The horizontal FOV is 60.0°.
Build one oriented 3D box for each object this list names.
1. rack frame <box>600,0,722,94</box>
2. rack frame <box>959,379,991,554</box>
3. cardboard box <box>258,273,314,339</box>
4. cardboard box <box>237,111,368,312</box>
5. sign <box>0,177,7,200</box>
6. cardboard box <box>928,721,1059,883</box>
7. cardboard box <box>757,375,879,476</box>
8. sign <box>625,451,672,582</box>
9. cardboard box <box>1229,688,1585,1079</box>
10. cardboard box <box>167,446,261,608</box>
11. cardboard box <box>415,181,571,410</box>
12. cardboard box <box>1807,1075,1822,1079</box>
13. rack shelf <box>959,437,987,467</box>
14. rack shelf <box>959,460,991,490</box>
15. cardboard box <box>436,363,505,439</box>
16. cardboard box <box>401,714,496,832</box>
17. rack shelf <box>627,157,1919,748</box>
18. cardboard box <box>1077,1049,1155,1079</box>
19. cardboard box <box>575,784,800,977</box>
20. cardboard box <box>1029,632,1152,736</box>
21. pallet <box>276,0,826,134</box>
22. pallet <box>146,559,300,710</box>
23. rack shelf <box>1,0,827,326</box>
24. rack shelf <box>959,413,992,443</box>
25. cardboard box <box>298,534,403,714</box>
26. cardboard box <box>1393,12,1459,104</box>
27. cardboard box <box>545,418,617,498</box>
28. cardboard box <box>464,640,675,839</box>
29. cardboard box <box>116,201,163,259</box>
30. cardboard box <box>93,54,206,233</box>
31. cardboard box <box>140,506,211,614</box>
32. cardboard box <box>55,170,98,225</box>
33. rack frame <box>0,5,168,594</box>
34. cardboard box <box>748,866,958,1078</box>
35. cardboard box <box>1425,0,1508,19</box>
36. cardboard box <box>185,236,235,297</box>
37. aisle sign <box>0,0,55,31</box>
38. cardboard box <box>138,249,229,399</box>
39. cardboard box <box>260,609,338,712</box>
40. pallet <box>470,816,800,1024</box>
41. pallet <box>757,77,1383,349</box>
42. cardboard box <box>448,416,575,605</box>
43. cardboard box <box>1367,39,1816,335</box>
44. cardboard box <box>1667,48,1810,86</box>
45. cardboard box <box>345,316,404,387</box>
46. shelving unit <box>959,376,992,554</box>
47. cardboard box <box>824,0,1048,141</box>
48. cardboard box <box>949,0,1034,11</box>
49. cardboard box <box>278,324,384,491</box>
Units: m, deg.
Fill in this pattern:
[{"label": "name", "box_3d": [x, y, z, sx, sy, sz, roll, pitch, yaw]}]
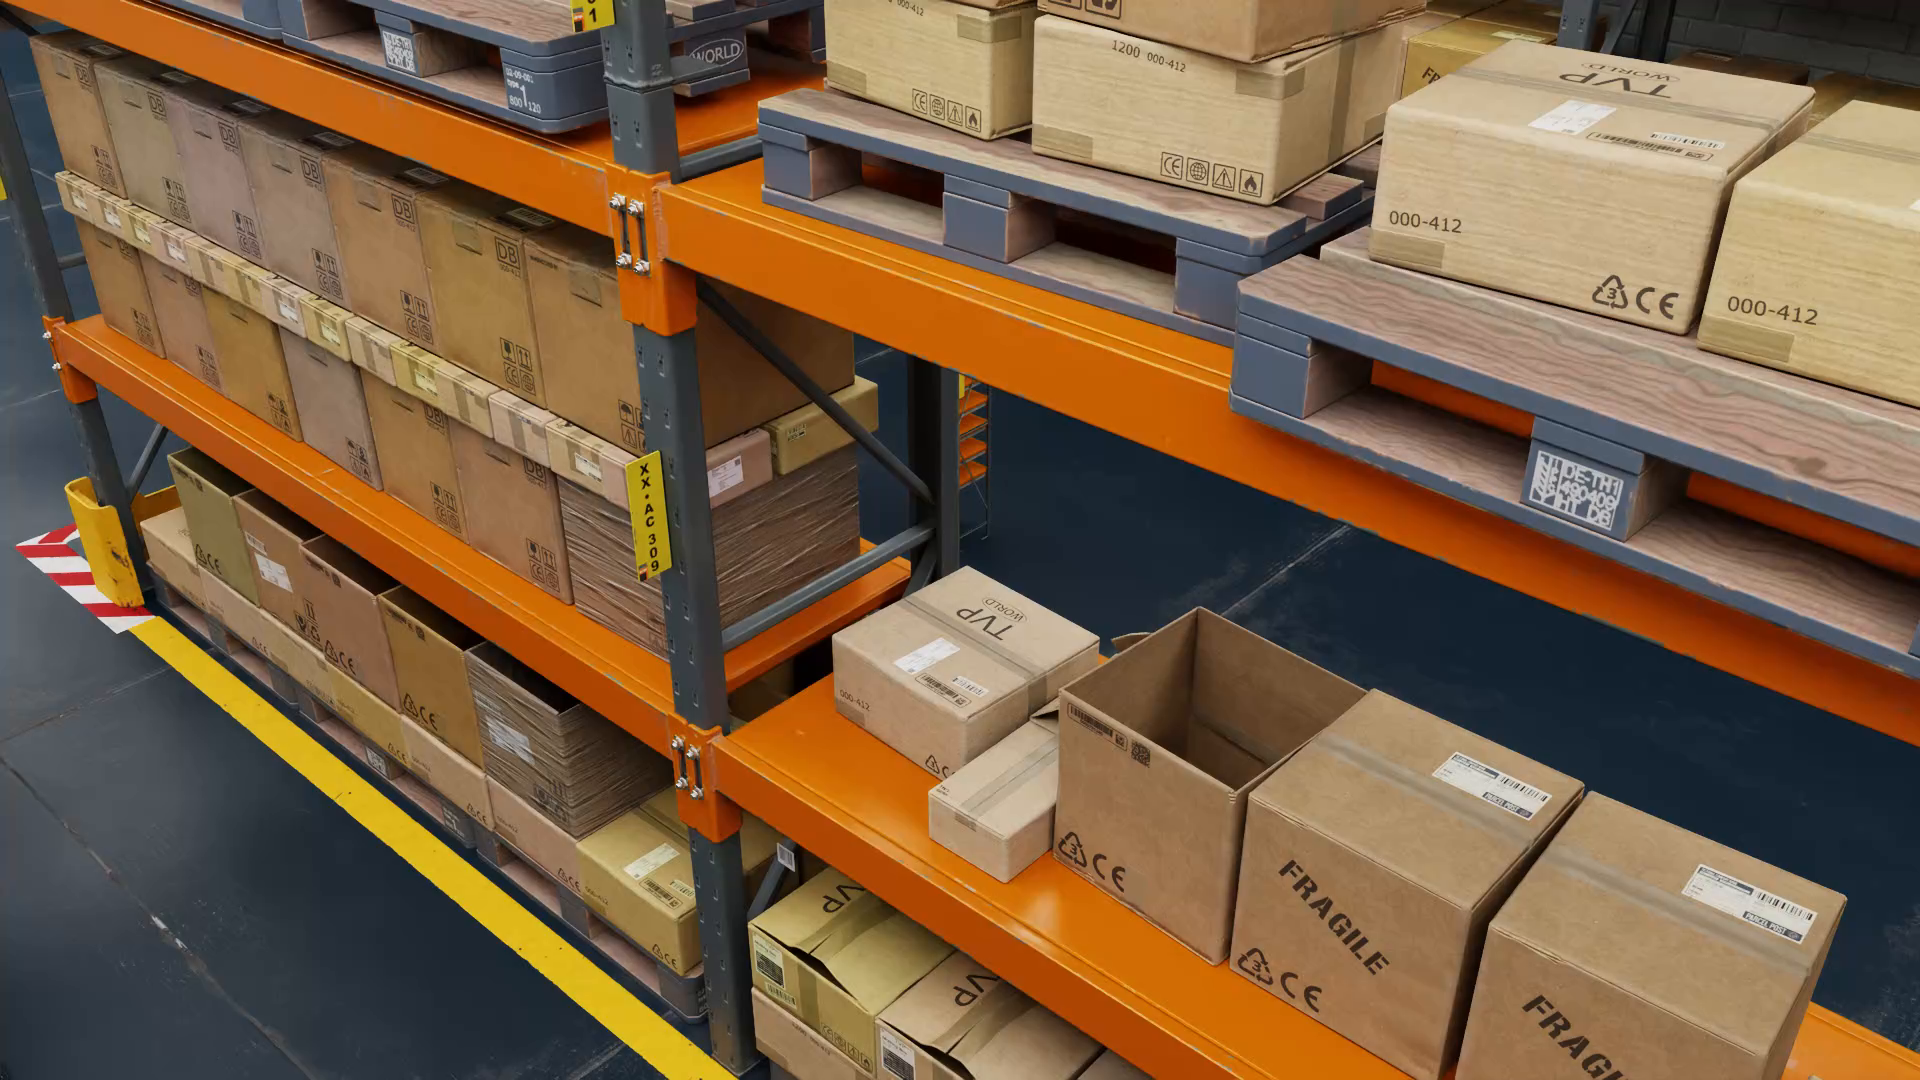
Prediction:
[{"label": "rack frame", "box_3d": [-0.380, -2.433, 3.067, 0.127, 3.000, 1.000, 25, 39, 35]}, {"label": "rack frame", "box_3d": [0.057, -0.487, 7.396, 0.006, 1.200, 0.240, 25, 39, 35]}, {"label": "cardboard box", "box_3d": [-2.060, -0.817, 5.474, 0.250, 0.149, 0.380, 25, 39, 36]}, {"label": "cardboard box", "box_3d": [-1.829, -1.134, 5.370, 0.500, 0.500, 0.700, 25, 39, 35]}, {"label": "sign", "box_3d": [-3.722, -1.442, 6.321, 0.005, 0.325, 0.100, 25, 39, 35]}, {"label": "cardboard box", "box_3d": [0.140, 0.630, 4.039, 0.250, 0.149, 0.380, 25, 39, 35]}, {"label": "cardboard box", "box_3d": [-0.449, -0.351, 4.698, 0.250, 0.149, 0.380, 25, 39, 35]}, {"label": "sign", "box_3d": [-0.751, -0.055, 4.017, 0.005, 0.325, 0.100, 25, 39, 35]}, {"label": "cardboard box", "box_3d": [0.941, 0.722, 3.545, 0.500, 0.500, 0.500, 25, 39, 35]}, {"label": "cardboard box", "box_3d": [-2.725, -0.127, 6.585, 0.500, 0.500, 0.500, 25, 39, 35]}, {"label": "cardboard box", "box_3d": [-1.088, -0.787, 4.794, 0.500, 0.500, 0.700, 25, 39, 35]}, {"label": "cardboard box", "box_3d": [1.603, 1.209, 3.076, 0.380, 0.149, 0.250, -26, 40, -36]}, {"label": "rack shelf", "box_3d": [-0.011, -0.378, 7.534, 0.180, 0.103, 0.258, 25, 39, 35]}, {"label": "rack shelf", "box_3d": [-0.011, -0.275, 7.596, 0.180, 0.103, 0.258, 25, 39, 35]}, {"label": "cardboard box", "box_3d": [-1.298, -0.462, 4.884, 0.250, 0.149, 0.380, 25, 39, 35]}, {"label": "cardboard box", "box_3d": [-1.615, 0.714, 5.914, 0.500, 0.250, 0.500, 25, 39, 35]}, {"label": "rack shelf", "box_3d": [1.103, -0.148, 2.876, 4.000, 0.370, 1.077, 25, 39, 35]}, {"label": "cardboard box", "box_3d": [0.512, 1.487, 4.086, 0.500, 0.311, 0.500, 24, 38, 34]}, {"label": "cardboard box", "box_3d": [-0.870, 1.058, 5.342, 0.500, 0.250, 0.500, 25, 39, 35]}, {"label": "cardboard box", "box_3d": [0.395, 0.429, 4.260, 0.258, 0.266, 0.396, 24, 38, 34]}, {"label": "pallet", "box_3d": [-1.029, -1.395, 4.337, 1.213, 0.211, 1.003, 25, 39, 35]}, {"label": "pallet", "box_3d": [-2.750, 0.196, 7.219, 1.213, 0.211, 1.003, 25, 39, 35]}, {"label": "rack shelf", "box_3d": [-1.863, -1.532, 5.175, 4.000, 0.370, 1.077, 25, 39, 35]}, {"label": "rack shelf", "box_3d": [-0.011, -0.481, 7.472, 0.180, 0.103, 0.258, 25, 39, 35]}, {"label": "cardboard box", "box_3d": [-1.987, 0.220, 6.007, 0.500, 0.500, 0.500, 25, 39, 35]}, {"label": "cardboard box", "box_3d": [2.010, -2.240, 7.961, 0.500, 0.500, 0.500, 25, 39, 35]}, {"label": "cardboard box", "box_3d": [-0.907, -0.282, 4.584, 0.250, 0.149, 0.380, 24, 39, 34]}, {"label": "cardboard box", "box_3d": [-1.233, 0.560, 5.444, 0.500, 0.500, 0.500, 25, 39, 35]}, {"label": "cardboard box", "box_3d": [-2.817, -1.173, 6.064, 0.250, 0.149, 0.380, 25, 39, 35]}, {"label": "cardboard box", "box_3d": [-2.575, -1.481, 5.947, 0.500, 0.500, 0.700, 24, 38, 34]}, {"label": "cardboard box", "box_3d": [-3.097, 0.022, 7.065, 0.500, 0.250, 0.500, 25, 39, 35]}, {"label": "cardboard box", "box_3d": [-3.199, -1.350, 6.358, 0.250, 0.149, 0.380, 25, 39, 35]}, {"label": "rack frame", "box_3d": [-3.345, -1.247, 6.913, 0.127, 3.000, 1.000, 25, 39, 35]}, {"label": "cardboard box", "box_3d": [-0.240, 1.133, 4.674, 0.500, 0.311, 0.500, 25, 39, 35]}, {"label": "cardboard box", "box_3d": [2.352, -2.447, 8.305, 0.500, 0.500, 0.500, 25, 39, 35]}, {"label": "cardboard box", "box_3d": [-2.432, -0.993, 5.765, 0.250, 0.149, 0.380, 24, 38, 34]}, {"label": "aisle sign", "box_3d": [-3.600, -2.267, 6.086, 0.004, 0.787, 0.394, 25, 39, 35]}, {"label": "cardboard box", "box_3d": [-2.615, -0.944, 6.312, 0.500, 0.500, 0.700, 26, 40, 36]}, {"label": "cardboard box", "box_3d": [-2.353, 0.366, 6.492, 0.500, 0.250, 0.500, 25, 39, 35]}, {"label": "pallet", "box_3d": [-0.941, 1.041, 5.817, 1.213, 0.211, 1.003, 25, 39, 35]}, {"label": "pallet", "box_3d": [0.283, -0.766, 3.391, 1.217, 0.209, 0.805, 23, 38, 33]}, {"label": "cardboard box", "box_3d": [-1.108, -0.237, 5.138, 0.500, 0.500, 0.700, 25, 39, 35]}, {"label": "cardboard box", "box_3d": [0.997, -0.578, 2.632, 0.500, 0.250, 0.500, 21, 37, 31]}, {"label": "cardboard box", "box_3d": [3.296, -1.801, 7.309, 0.500, 0.500, 0.700, 25, 39, 35]}, {"label": "cardboard box", "box_3d": [-1.665, -0.636, 5.172, 0.250, 0.149, 0.380, 26, 40, 36]}, {"label": "shelving unit", "box_3d": [-0.011, -0.519, 7.449, 0.189, 1.200, 0.258, 25, 39, 35]}, {"label": "cardboard box", "box_3d": [0.071, -1.047, 3.410, 0.500, 0.250, 0.500, -25, 39, -35]}, {"label": "cardboard box", "box_3d": [0.051, -1.356, 3.197, 0.500, 0.500, 0.500, 26, 39, 36]}, {"label": "cardboard box", "box_3d": [-1.858, -0.589, 5.723, 0.500, 0.500, 0.700, 26, 40, 36]}]
